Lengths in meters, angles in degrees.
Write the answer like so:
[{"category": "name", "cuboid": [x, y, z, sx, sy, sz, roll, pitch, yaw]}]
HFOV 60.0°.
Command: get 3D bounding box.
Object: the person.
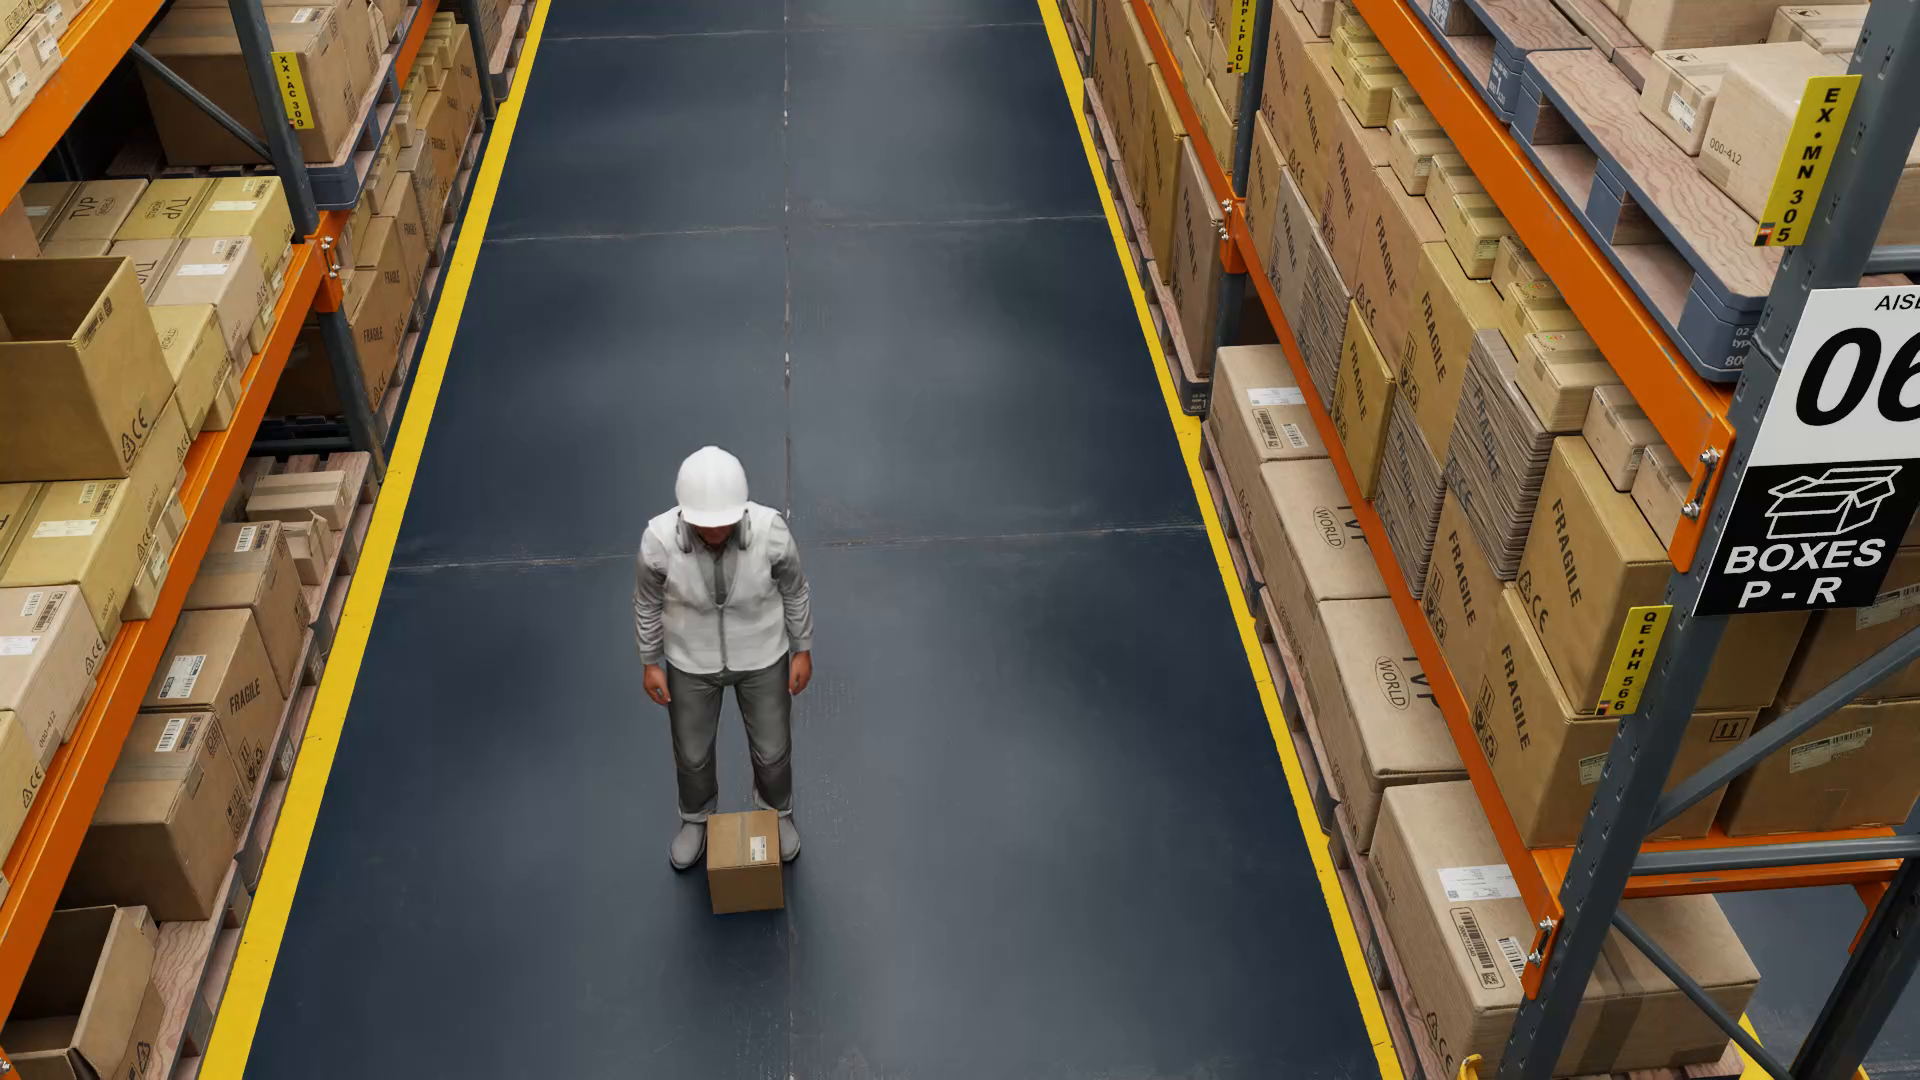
[{"category": "person", "cuboid": [-0.790, 0.394, 5.643, 0.586, 1.771, 0.464, -4, 39, -5]}]
